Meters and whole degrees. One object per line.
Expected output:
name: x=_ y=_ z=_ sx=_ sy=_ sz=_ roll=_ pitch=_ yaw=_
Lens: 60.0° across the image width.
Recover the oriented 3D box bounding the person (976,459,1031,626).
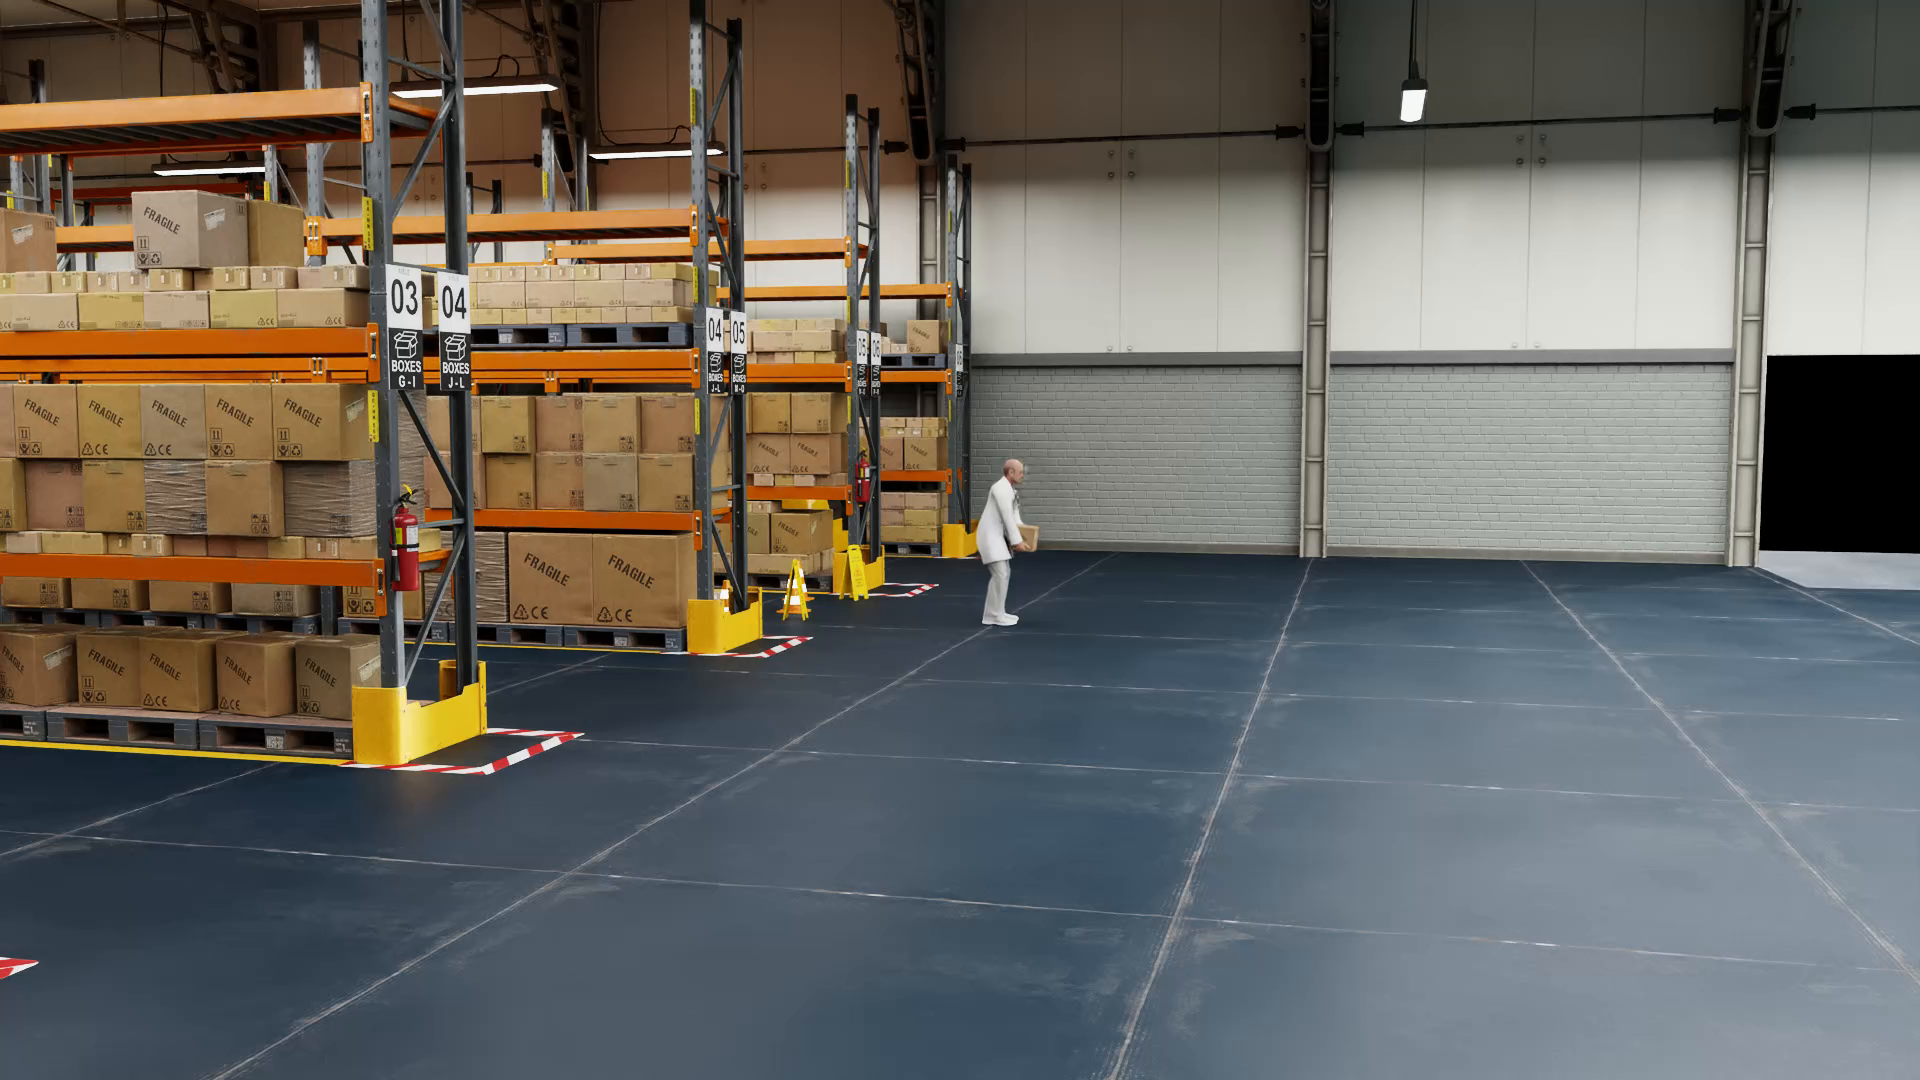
person: x=0.472 y=0.020 z=17.476 sx=0.600 sy=1.743 sz=0.534 roll=1 pitch=5 yaw=13
